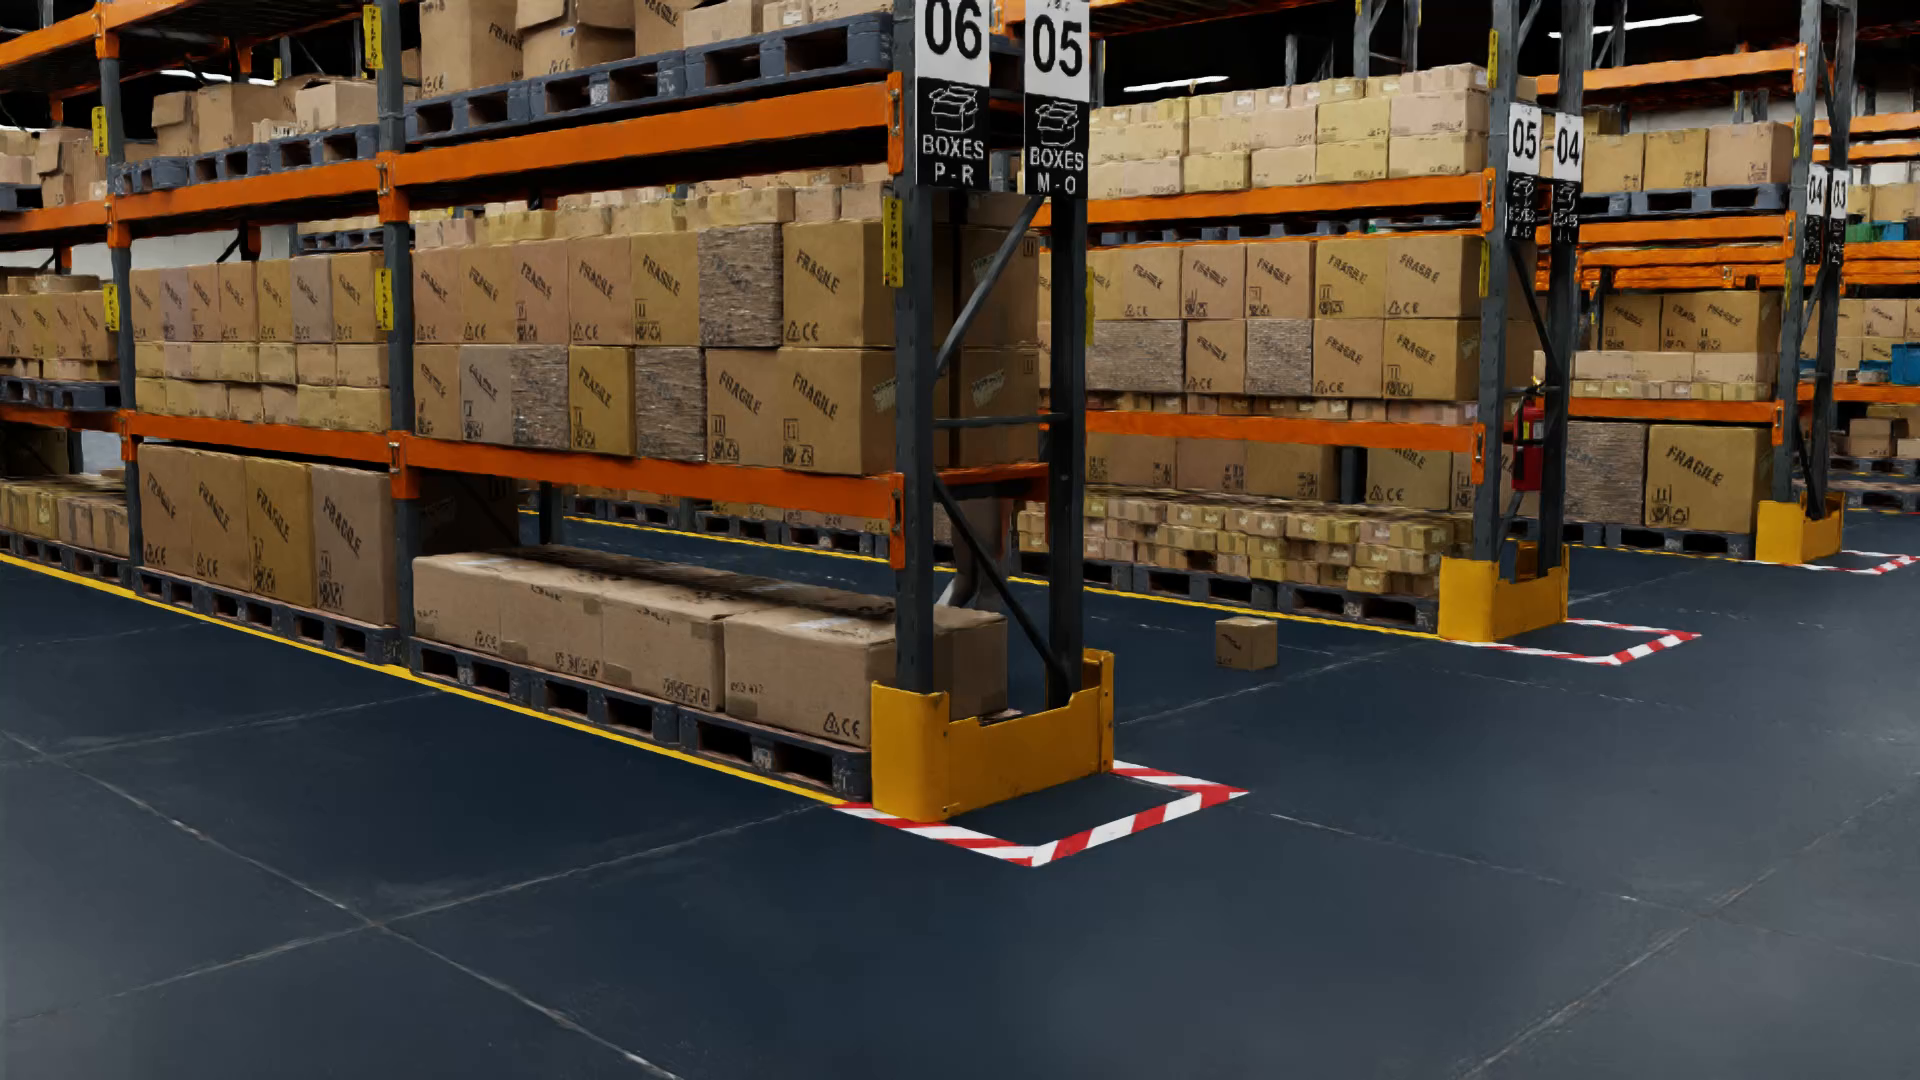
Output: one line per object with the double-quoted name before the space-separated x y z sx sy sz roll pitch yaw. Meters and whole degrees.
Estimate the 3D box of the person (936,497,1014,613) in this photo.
"person" 0.114 -0.055 8.901 0.531 1.623 0.567 5 9 37
